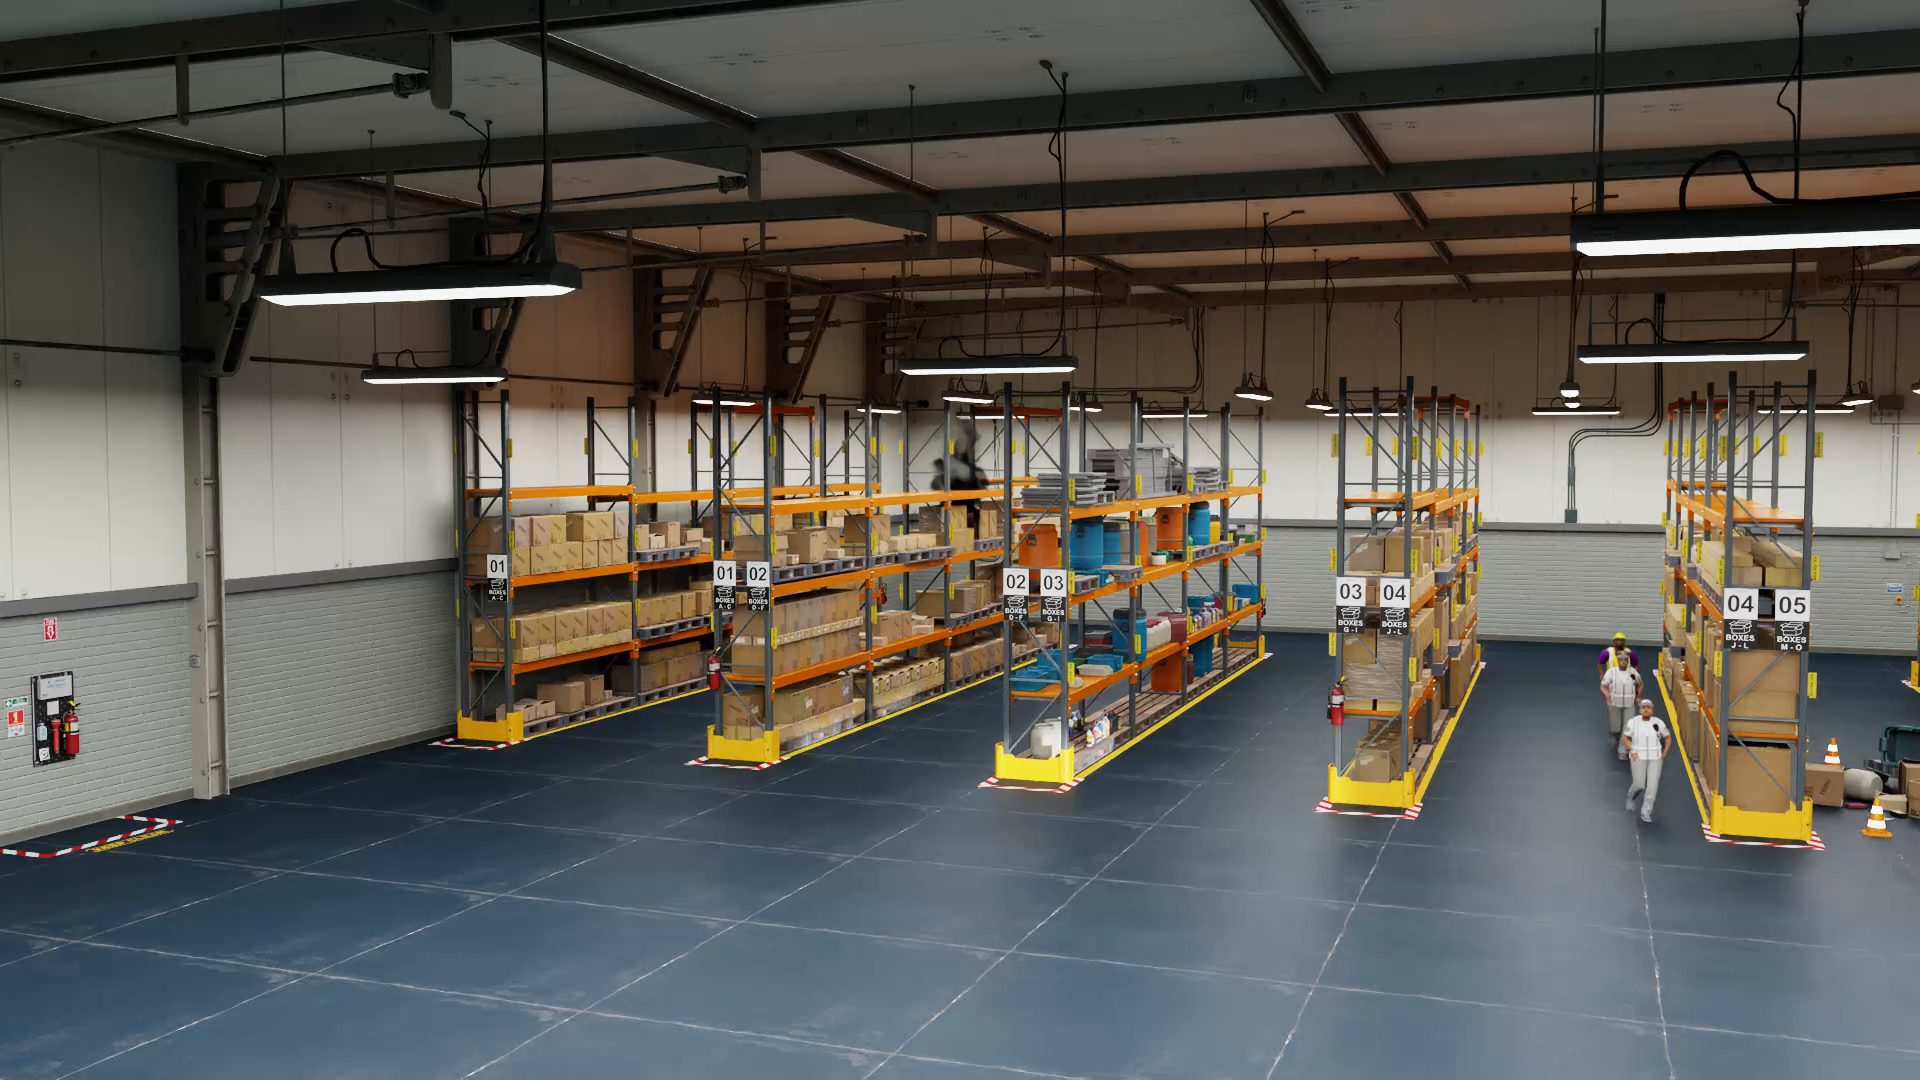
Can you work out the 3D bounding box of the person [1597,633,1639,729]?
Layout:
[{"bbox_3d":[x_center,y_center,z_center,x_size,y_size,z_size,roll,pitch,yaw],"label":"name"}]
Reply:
[{"bbox_3d":[11.754,2.510,29.681,0.703,1.717,0.584,1,3,15],"label":"person"}]

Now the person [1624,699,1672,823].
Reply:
[{"bbox_3d":[9.291,2.969,22.446,0.607,1.615,0.577,1,3,17],"label":"person"}]

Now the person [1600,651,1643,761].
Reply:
[{"bbox_3d":[10.705,2.649,26.871,0.663,1.746,0.798,1,3,13],"label":"person"}]
